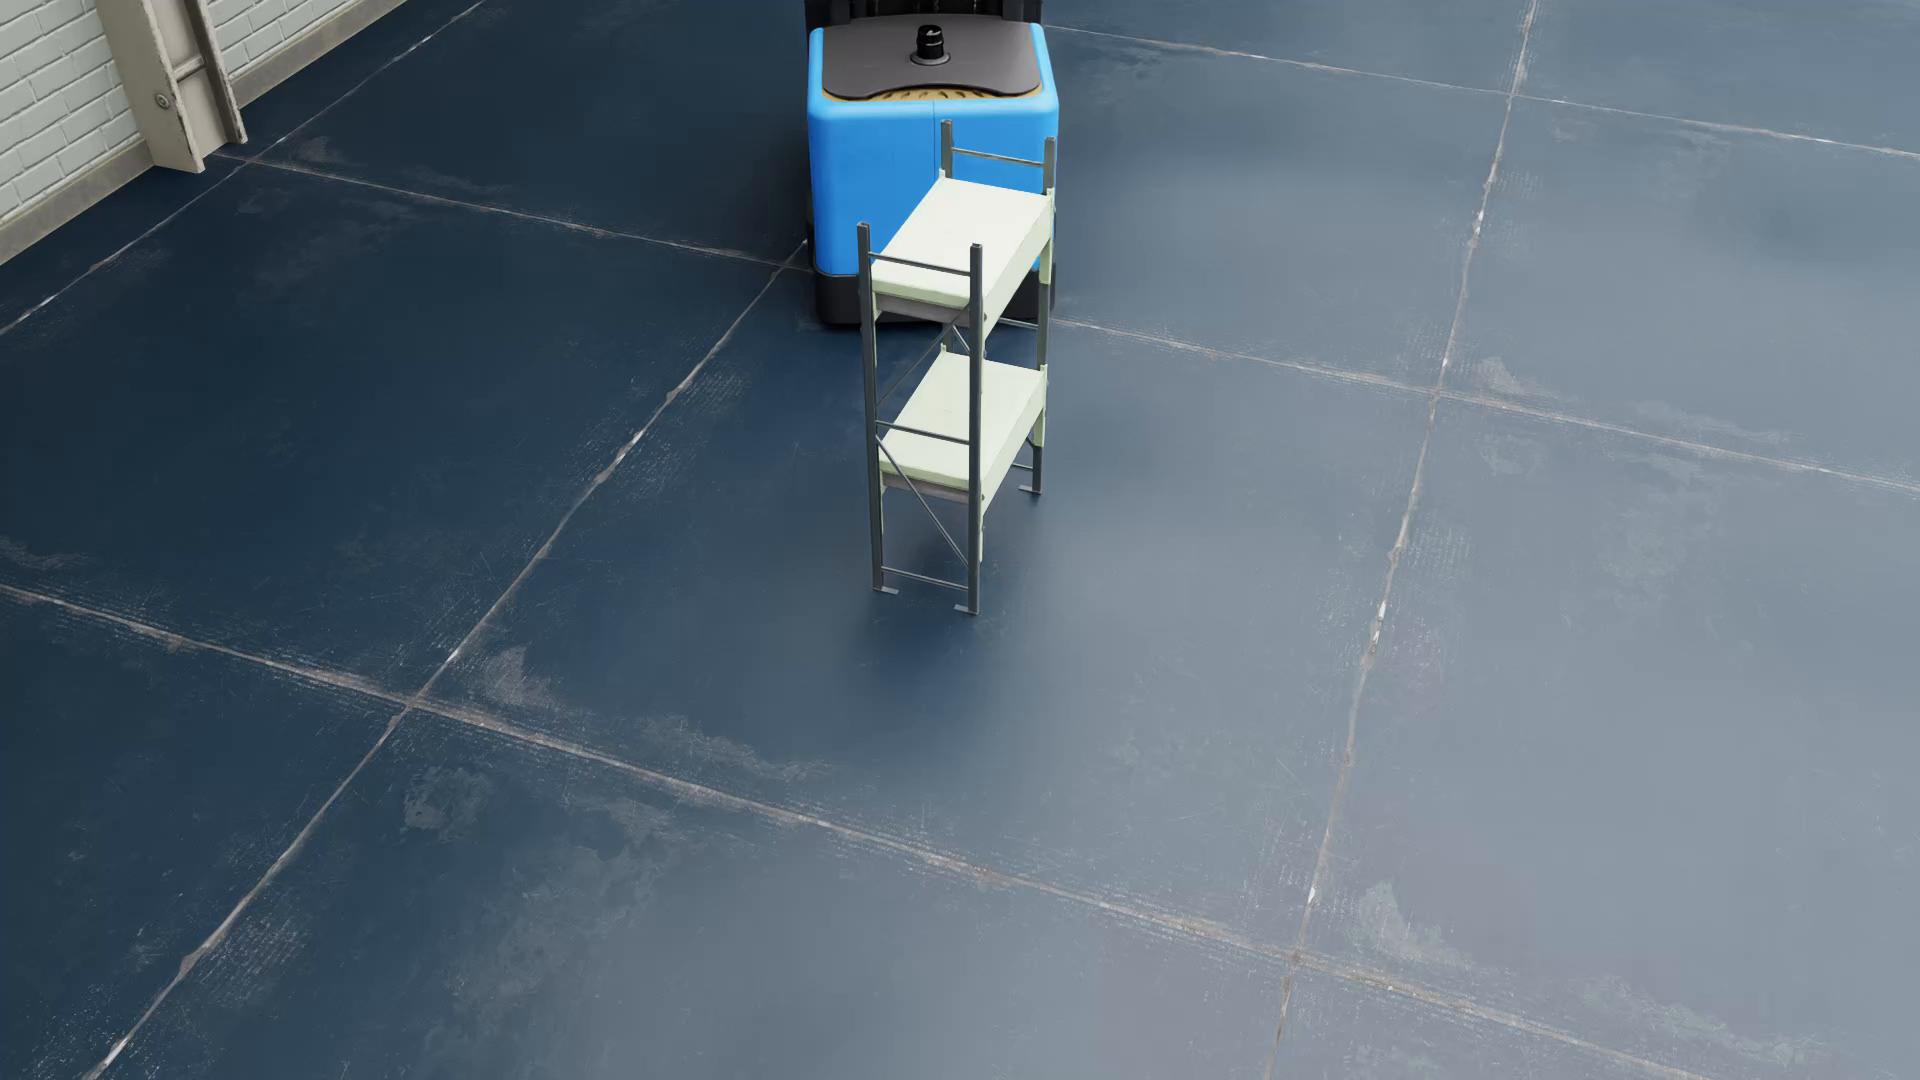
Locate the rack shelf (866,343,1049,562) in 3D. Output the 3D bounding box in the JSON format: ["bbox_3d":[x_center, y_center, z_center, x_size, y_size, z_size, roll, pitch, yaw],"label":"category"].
[{"bbox_3d":[0.002,-0.327,5.980,0.431,0.370,0.720,13,42,15],"label":"rack shelf"}]

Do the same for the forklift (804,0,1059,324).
[{"bbox_3d":[-0.182,-2.997,7.505,1.130,2.935,3.031,-2,41,-2],"label":"forklift"}]

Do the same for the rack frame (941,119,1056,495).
[{"bbox_3d":[0.127,-0.798,6.030,0.400,1.500,0.023,13,42,15],"label":"rack frame"}]

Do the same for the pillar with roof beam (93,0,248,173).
[{"bbox_3d":[0.109,-4.480,4.567,9.100,9.000,0.400,13,42,15],"label":"pillar with roof beam"}]

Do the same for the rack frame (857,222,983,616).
[{"bbox_3d":[-0.123,-0.351,5.506,0.400,1.500,0.023,13,42,15],"label":"rack frame"}]

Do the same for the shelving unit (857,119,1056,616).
[{"bbox_3d":[0.002,-0.575,5.768,0.431,1.500,0.755,13,42,15],"label":"shelving unit"}]

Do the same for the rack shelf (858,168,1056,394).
[{"bbox_3d":[0.002,-0.872,5.515,0.431,0.370,0.720,13,42,15],"label":"rack shelf"}]
